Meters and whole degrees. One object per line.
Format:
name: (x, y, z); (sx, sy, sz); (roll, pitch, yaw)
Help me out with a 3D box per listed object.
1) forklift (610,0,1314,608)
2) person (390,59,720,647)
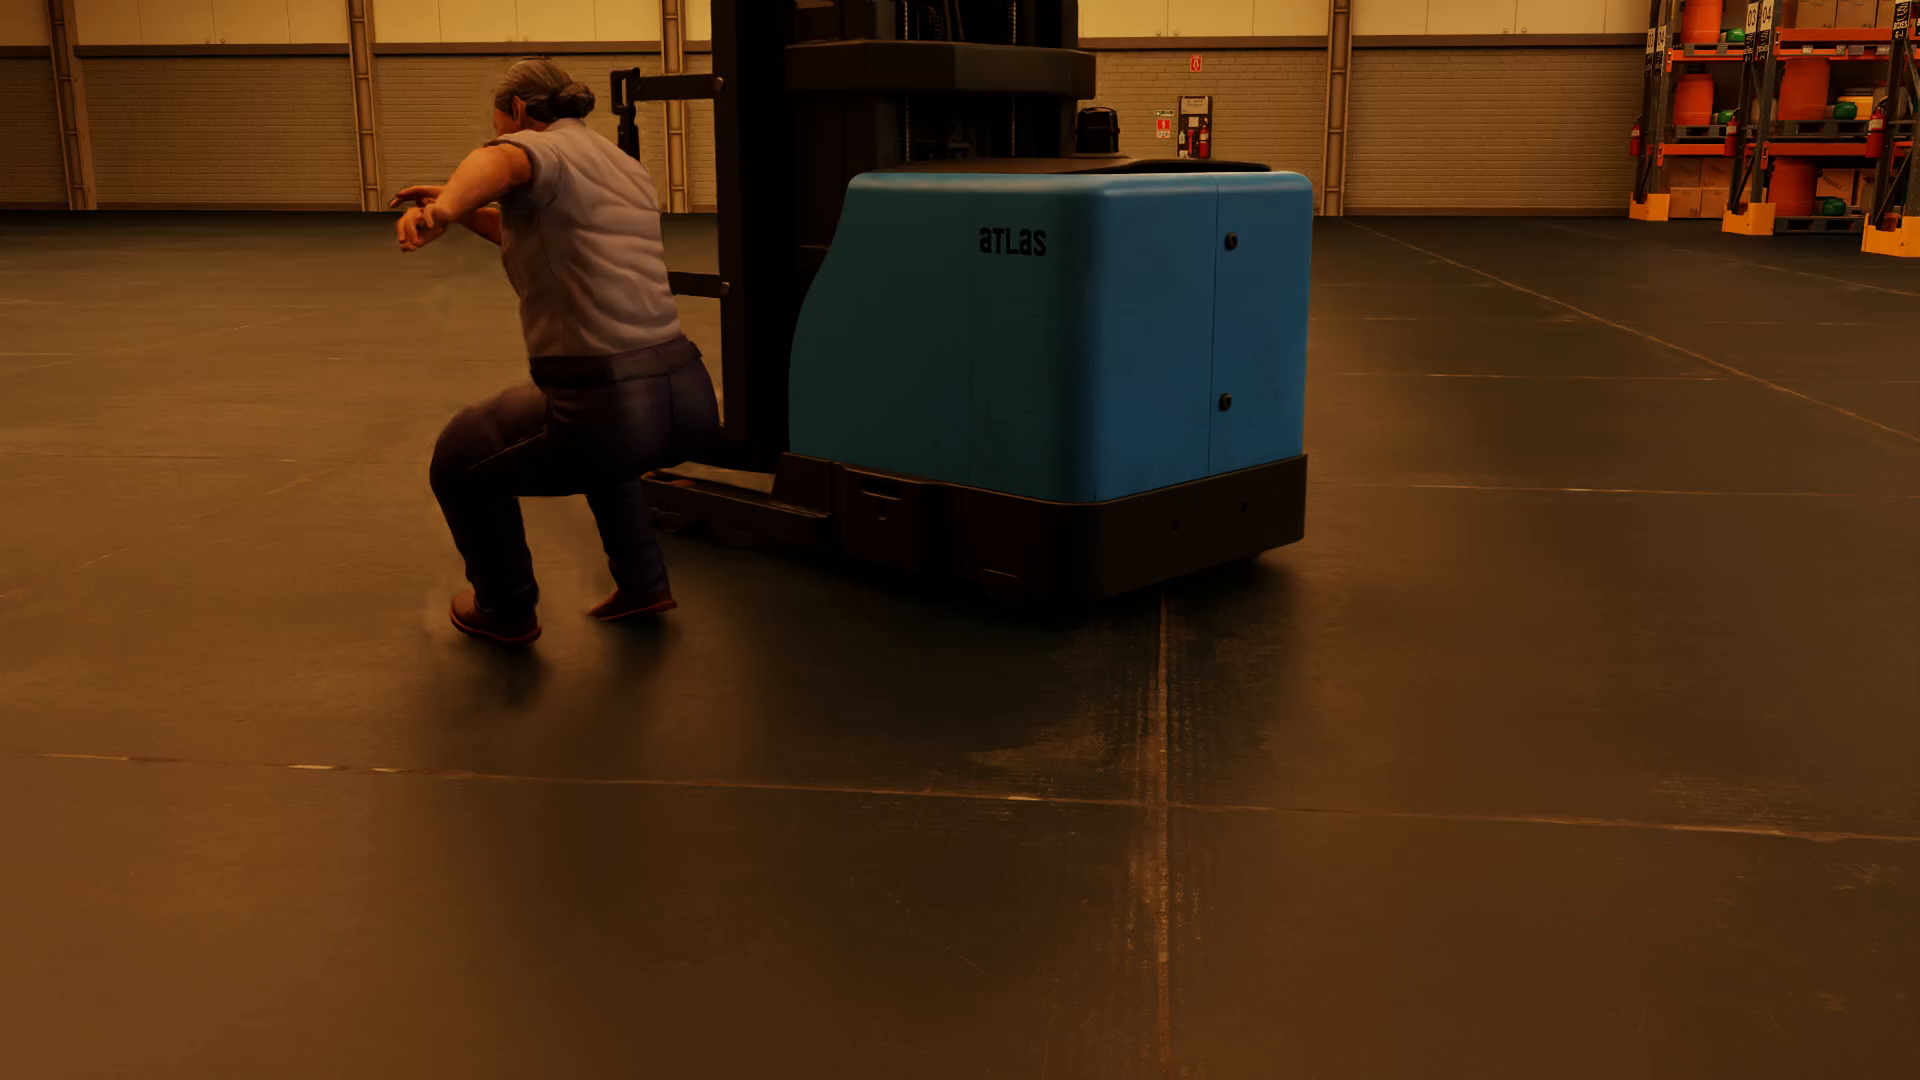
forklift: (-0.447, -1.522, 5.020); (3.031, 2.935, 1.130); (12, 18, 42)
person: (-0.970, -0.317, 3.490); (0.852, 1.347, 1.169); (7, 15, 29)
